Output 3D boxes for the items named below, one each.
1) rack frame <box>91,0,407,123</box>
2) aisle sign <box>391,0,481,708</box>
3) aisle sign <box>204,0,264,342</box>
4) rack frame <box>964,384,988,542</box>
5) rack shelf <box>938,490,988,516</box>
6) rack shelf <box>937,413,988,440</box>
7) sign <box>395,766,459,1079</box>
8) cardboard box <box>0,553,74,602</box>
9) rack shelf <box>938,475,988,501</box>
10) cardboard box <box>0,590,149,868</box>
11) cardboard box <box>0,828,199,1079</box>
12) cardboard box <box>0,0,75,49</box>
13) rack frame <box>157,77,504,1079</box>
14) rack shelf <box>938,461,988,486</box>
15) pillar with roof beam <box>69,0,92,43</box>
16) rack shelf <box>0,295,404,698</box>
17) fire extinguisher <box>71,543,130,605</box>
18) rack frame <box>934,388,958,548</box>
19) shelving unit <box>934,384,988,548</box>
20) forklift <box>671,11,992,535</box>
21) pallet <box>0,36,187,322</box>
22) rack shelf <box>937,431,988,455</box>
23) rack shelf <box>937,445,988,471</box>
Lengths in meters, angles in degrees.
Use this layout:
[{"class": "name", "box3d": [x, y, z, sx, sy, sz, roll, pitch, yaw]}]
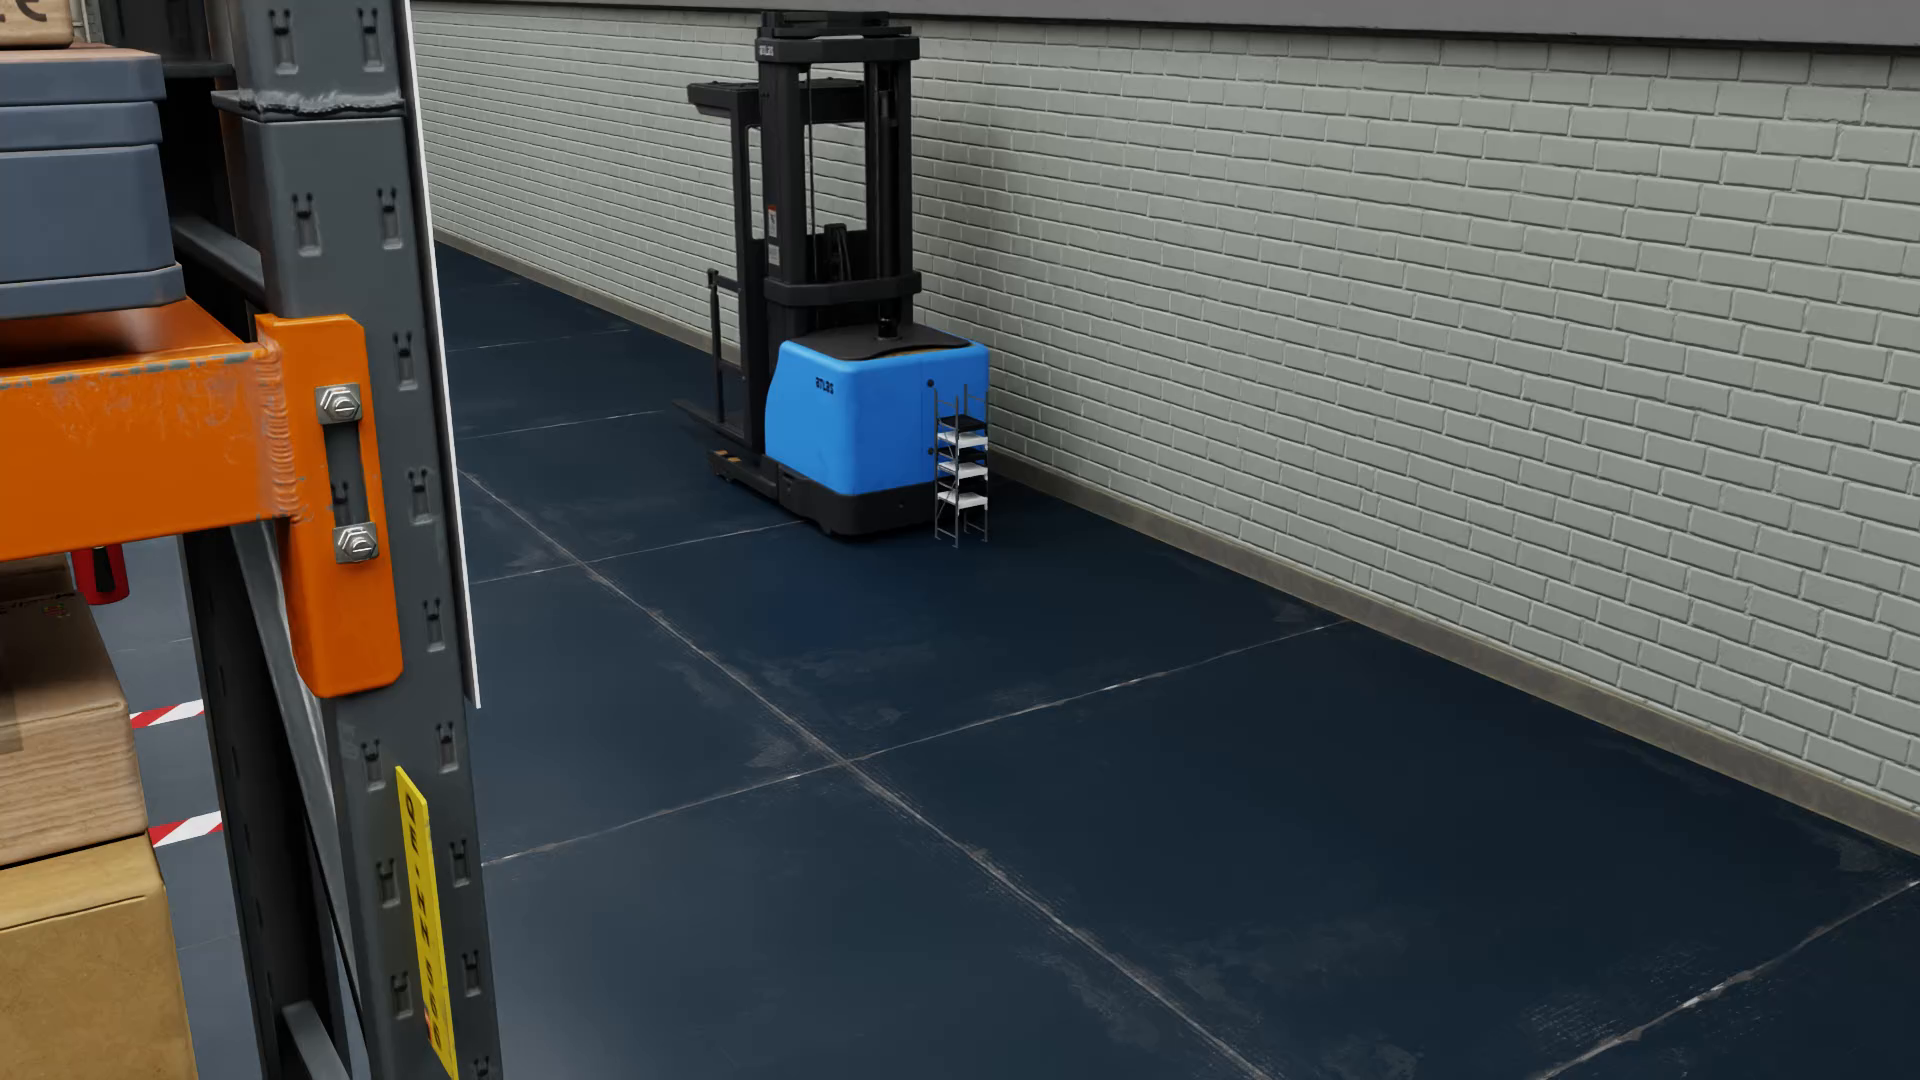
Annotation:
[{"class": "rack frame", "box3d": [-0.836, -1.933, 1.411, 0.127, 3.000, 1.000, -12, 22, -31]}, {"class": "aisle sign", "box3d": [-0.605, -0.252, 1.747, 0.004, 0.787, 0.394, -12, 22, -31]}, {"class": "aisle sign", "box3d": [-0.935, -0.412, 2.222, 0.004, 0.787, 0.394, -12, 22, -31]}, {"class": "rack frame", "box3d": [0.092, -0.446, 9.658, 0.006, 0.900, 0.240, -12, 22, -31]}, {"class": "rack shelf", "box3d": [0.007, -0.226, 9.673, 0.200, 0.077, 0.258, -12, 22, -31]}, {"class": "rack shelf", "box3d": [0.007, -0.652, 9.529, 0.200, 0.077, 0.258, -12, 22, -31]}, {"class": "sign", "box3d": [-0.549, 0.396, 1.712, 0.005, 0.325, 0.100, -12, 22, -31]}, {"class": "cardboard box", "box3d": [-1.285, 0.069, 2.125, 0.250, 0.149, 0.380, -11, 22, -30]}, {"class": "rack shelf", "box3d": [0.007, -0.311, 9.644, 0.200, 0.077, 0.258, -12, 22, -31]}, {"class": "cardboard box", "box3d": [-1.026, 0.198, 1.746, 0.250, 0.149, 0.380, -12, 22, -31]}, {"class": "cardboard box", "box3d": [-1.108, 0.537, 1.756, 0.500, 0.500, 0.500, -11, 22, -30]}, {"class": "cardboard box", "box3d": [-1.162, -0.584, 1.526, 0.500, 0.250, 0.500, -14, 23, -36]}, {"class": "rack frame", "box3d": [-0.836, 0.909, 2.371, 0.127, 3.000, 1.000, -12, 22, -31]}, {"class": "rack shelf", "box3d": [0.007, -0.396, 9.616, 0.200, 0.077, 0.258, -12, 22, -31]}, {"class": "pillar with roof beam", "box3d": [-10.312, -8.114, 19.693, 0.400, 9.000, 9.100, -12, 22, -31]}, {"class": "rack shelf", "box3d": [-2.506, 0.181, 0.964, 4.000, 0.370, 1.077, -12, 22, -31]}, {"class": "fire extinguisher", "box3d": [-3.179, -0.105, 6.073, 0.183, 0.674, 0.296, -12, 22, -31]}, {"class": "rack frame", "box3d": [-0.078, -0.410, 9.552, 0.006, 0.900, 0.240, -12, 22, -31]}, {"class": "shelving unit", "box3d": [0.007, -0.428, 9.605, 0.210, 0.900, 0.258, -12, 22, -31]}, {"class": "forklift", "box3d": [-1.013, -1.834, 10.594, 1.130, 2.935, 3.031, -11, 22, -30]}, {"class": "pallet", "box3d": [-1.450, -0.336, 1.510, 1.213, 0.211, 1.003, -12, 22, -31]}, {"class": "rack shelf", "box3d": [0.007, -0.567, 9.558, 0.200, 0.077, 0.258, -12, 22, -31]}, {"class": "rack shelf", "box3d": [0.007, -0.481, 9.587, 0.200, 0.077, 0.258, -12, 22, -31]}]
